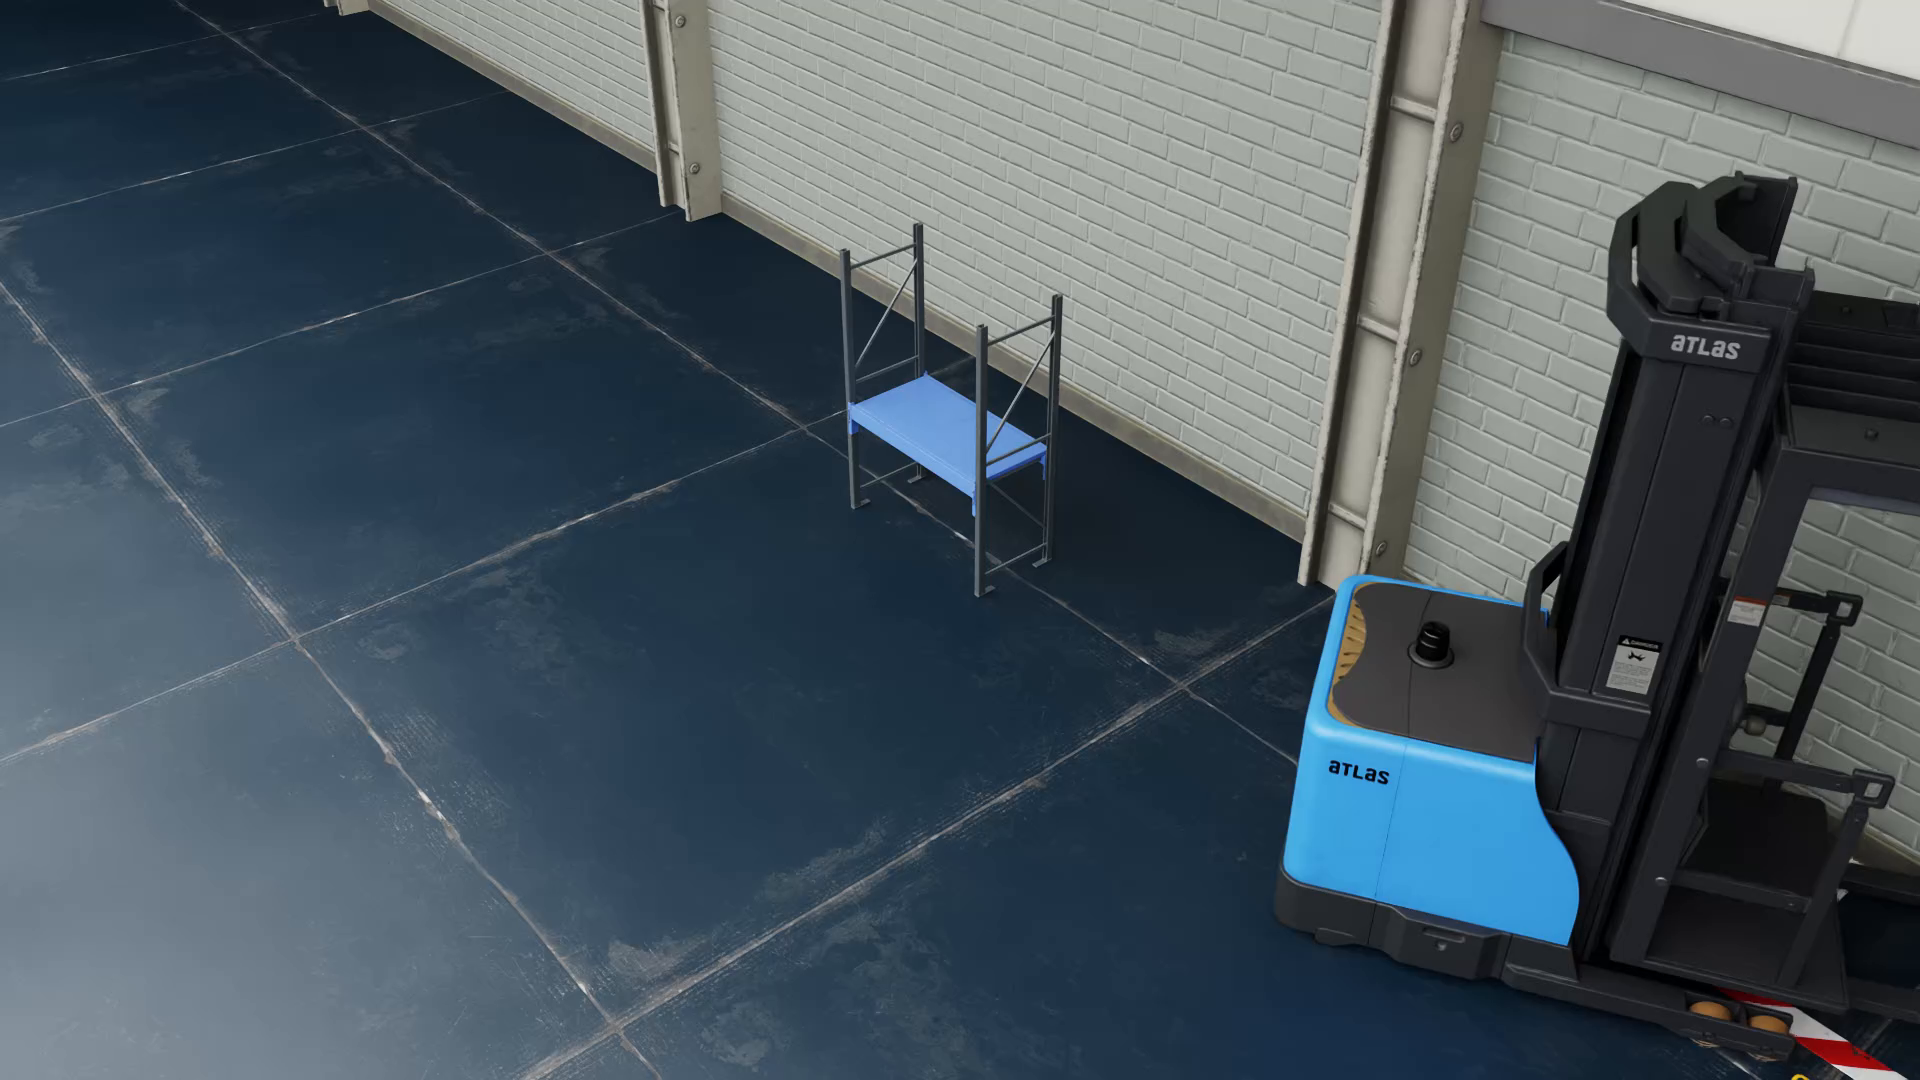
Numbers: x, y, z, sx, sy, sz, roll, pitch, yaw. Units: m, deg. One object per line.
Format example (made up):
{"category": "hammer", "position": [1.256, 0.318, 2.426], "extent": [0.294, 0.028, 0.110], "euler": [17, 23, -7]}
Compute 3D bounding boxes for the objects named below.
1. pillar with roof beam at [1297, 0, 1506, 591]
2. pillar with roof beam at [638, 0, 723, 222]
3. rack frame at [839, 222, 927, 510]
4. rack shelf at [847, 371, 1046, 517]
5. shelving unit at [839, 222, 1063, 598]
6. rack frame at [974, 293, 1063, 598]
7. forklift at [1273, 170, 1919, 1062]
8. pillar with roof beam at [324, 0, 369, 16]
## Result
{"category": "pillar with roof beam", "position": [-1.352, -1.829, 3.448], "extent": [9.100, 9.000, 0.400], "euler": [-26, 43, -32]}
{"category": "pillar with roof beam", "position": [-5.224, -4.478, 7.188], "extent": [9.100, 9.000, 0.400], "euler": [-26, 43, -32]}
{"category": "rack frame", "position": [-0.383, -0.874, 8.588], "extent": [0.500, 1.500, 0.032], "euler": [-26, 43, -32]}
{"category": "rack shelf", "position": [-0.055, -0.503, 8.375], "extent": [0.538, 0.185, 1.000], "euler": [-26, 43, -32]}
{"category": "shelving unit", "position": [-0.055, -0.650, 8.271], "extent": [0.538, 1.500, 1.048], "euler": [-26, 43, -32]}
{"category": "rack frame", "position": [0.273, -0.425, 7.954], "extent": [0.500, 1.500, 0.032], "euler": [-26, 43, -32]}
{"category": "forklift", "position": [2.796, 0.335, 5.642], "extent": [3.031, 2.935, 1.130], "euler": [11, 37, 15]}
{"category": "pillar with roof beam", "position": [-9.096, -7.127, 10.928], "extent": [9.100, 9.000, 0.400], "euler": [-26, 43, -32]}
